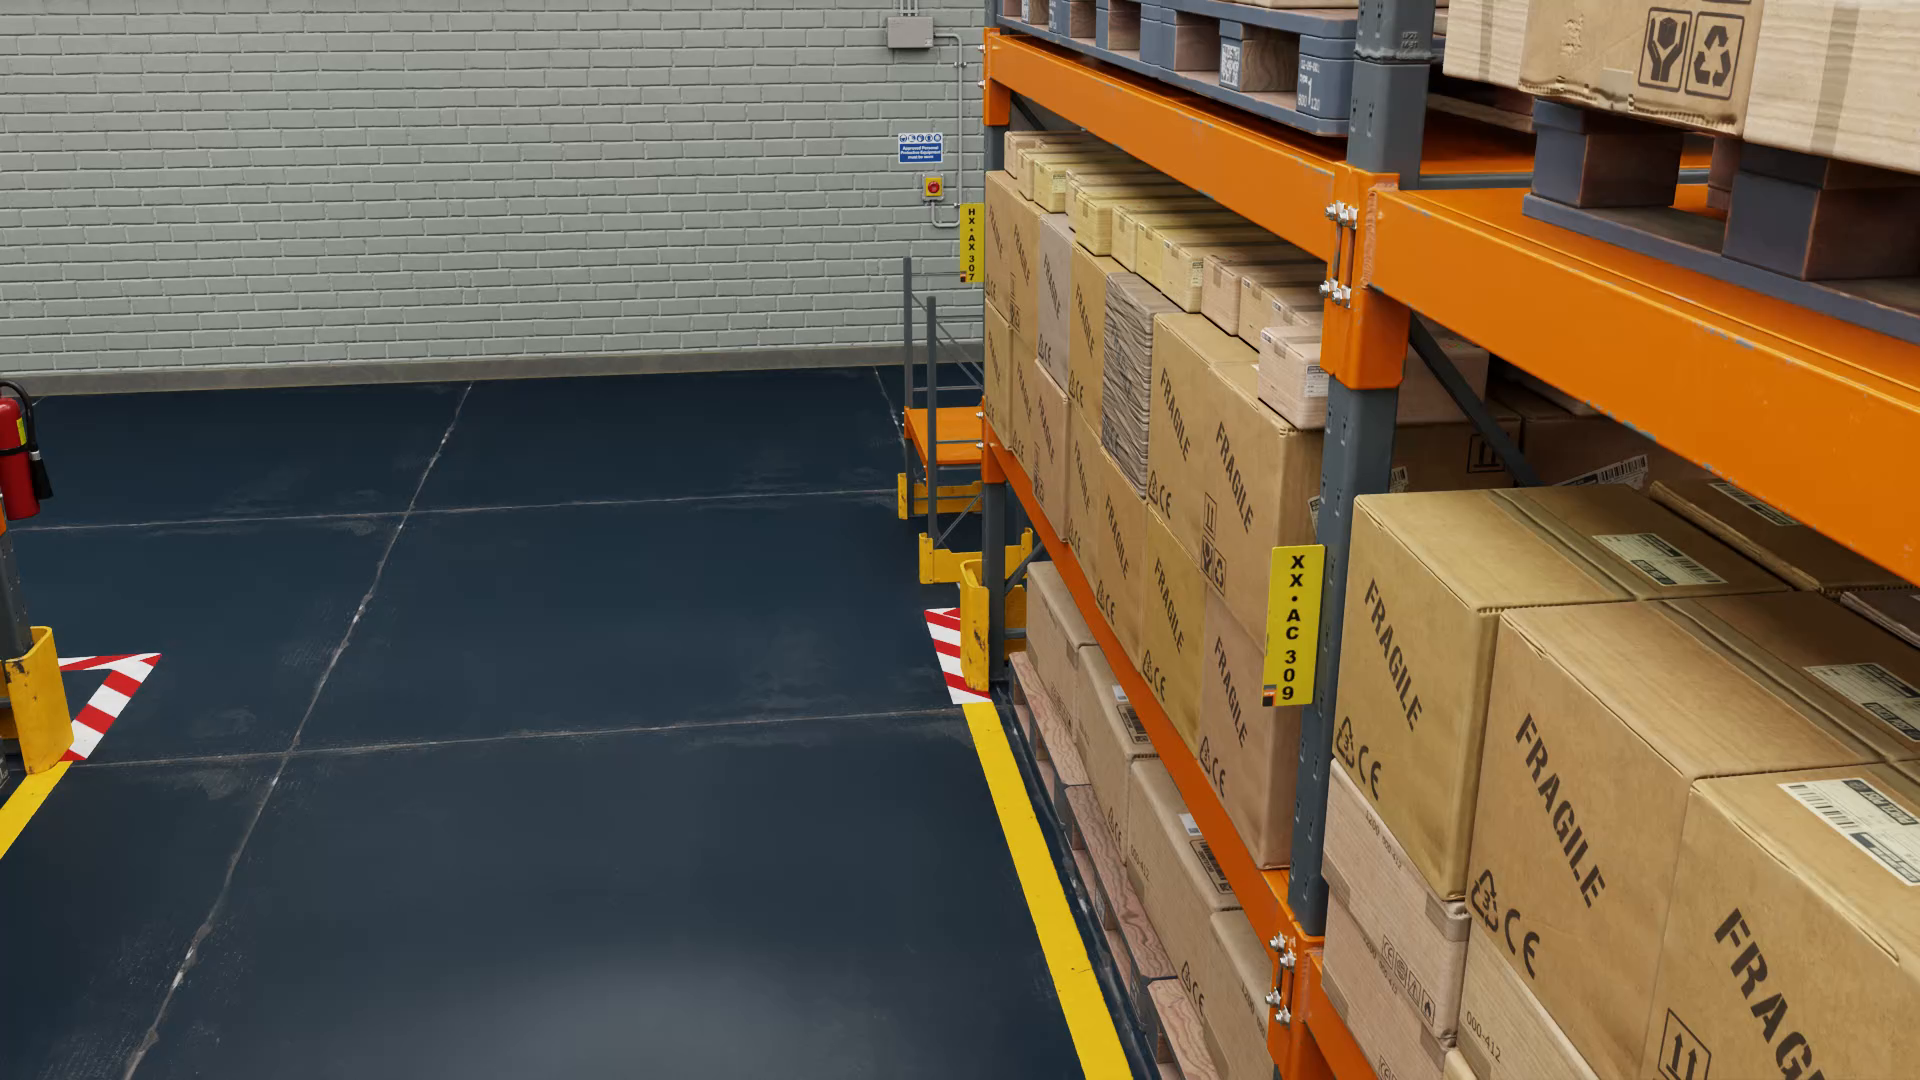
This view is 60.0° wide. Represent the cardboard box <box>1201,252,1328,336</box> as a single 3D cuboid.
[{"bbox_3d":[0.806,-0.602,4.041,0.380,0.149,0.250,-3,21,-8],"label":"cardboard box"}]

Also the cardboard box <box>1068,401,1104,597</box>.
[{"bbox_3d":[0.630,-0.149,5.186,0.500,0.500,0.500,-2,21,-6],"label":"cardboard box"}]

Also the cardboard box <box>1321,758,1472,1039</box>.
[{"bbox_3d":[0.961,0.581,2.873,0.500,0.250,0.500,-4,21,-9],"label":"cardboard box"}]

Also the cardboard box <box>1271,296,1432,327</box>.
[{"bbox_3d":[0.887,-0.428,3.576,0.380,0.149,0.250,-2,21,-6],"label":"cardboard box"}]

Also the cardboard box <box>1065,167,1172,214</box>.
[{"bbox_3d":[0.555,-1.127,5.449,0.380,0.149,0.250,-3,21,-7],"label":"cardboard box"}]

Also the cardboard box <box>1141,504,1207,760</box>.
[{"bbox_3d":[0.777,0.206,4.235,0.500,0.500,0.500,-3,21,-9],"label":"cardboard box"}]

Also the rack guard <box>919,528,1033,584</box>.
[{"bbox_3d":[0.083,0.082,8.640,0.587,0.250,0.087,-3,21,-8],"label":"rack guard"}]

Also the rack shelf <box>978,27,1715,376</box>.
[{"bbox_3d":[0.888,-1.182,4.836,1.077,0.370,4.000,-3,21,-8],"label":"rack shelf"}]

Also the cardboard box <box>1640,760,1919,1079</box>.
[{"bbox_3d":[1.126,0.578,1.808,0.500,0.500,0.500,-3,21,-9],"label":"cardboard box"}]

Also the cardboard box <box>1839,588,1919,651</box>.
[{"bbox_3d":[1.571,0.384,2.329,0.500,0.500,0.500,-3,21,-7],"label":"cardboard box"}]

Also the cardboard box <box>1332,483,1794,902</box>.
[{"bbox_3d":[0.956,0.230,2.741,0.500,0.500,0.500,-3,21,-7],"label":"cardboard box"}]

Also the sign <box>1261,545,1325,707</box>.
[{"bbox_3d":[0.628,0.164,3.139,0.100,0.325,0.005,-3,21,-8],"label":"sign"}]

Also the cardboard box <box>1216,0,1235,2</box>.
[{"bbox_3d":[0.730,-1.249,3.603,0.380,0.149,0.250,-2,21,-6],"label":"cardboard box"}]

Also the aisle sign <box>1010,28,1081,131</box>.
[{"bbox_3d":[0.303,-2.035,6.661,0.394,0.787,0.004,-3,21,-8],"label":"aisle sign"}]

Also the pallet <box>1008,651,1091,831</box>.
[{"bbox_3d":[0.793,0.773,6.846,1.003,0.211,1.213,-3,21,-8],"label":"pallet"}]

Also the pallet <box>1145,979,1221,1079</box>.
[{"bbox_3d":[1.144,1.617,4.584,1.003,0.211,1.213,-3,21,-8],"label":"pallet"}]

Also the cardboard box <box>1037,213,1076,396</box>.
[{"bbox_3d":[0.551,-0.785,5.459,0.500,0.500,0.500,-3,21,-8],"label":"cardboard box"}]

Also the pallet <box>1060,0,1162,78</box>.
[{"bbox_3d":[0.897,-1.491,4.760,1.003,0.211,1.213,-3,21,-8],"label":"pallet"}]

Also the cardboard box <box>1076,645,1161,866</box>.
[{"bbox_3d":[0.934,0.737,6.018,0.875,0.438,0.875,-2,21,-6],"label":"cardboard box"}]

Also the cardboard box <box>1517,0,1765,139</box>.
[{"bbox_3d":[1.017,-0.751,1.909,0.500,0.500,0.500,-3,21,-9],"label":"cardboard box"}]

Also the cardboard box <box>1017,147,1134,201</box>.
[{"bbox_3d":[0.409,-1.306,5.926,0.380,0.149,0.250,-2,21,-6],"label":"cardboard box"}]

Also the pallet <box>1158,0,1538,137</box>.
[{"bbox_3d":[1.069,-1.069,3.631,1.003,0.211,1.213,-3,21,-8],"label":"pallet"}]

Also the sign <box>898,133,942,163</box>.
[{"bbox_3d":[-0.292,-2.903,12.316,0.327,0.218,0.001,-3,21,-8],"label":"sign"}]

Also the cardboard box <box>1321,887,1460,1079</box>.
[{"bbox_3d":[0.979,0.814,2.963,0.500,0.250,0.500,-3,21,-9],"label":"cardboard box"}]

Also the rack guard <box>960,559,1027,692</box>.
[{"bbox_3d":[0.597,0.356,7.548,1.175,0.500,0.348,-3,21,-8],"label":"rack guard"}]

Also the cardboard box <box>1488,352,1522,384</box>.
[{"bbox_3d":[1.335,-0.451,3.638,0.380,0.149,0.250,-3,21,-7],"label":"cardboard box"}]

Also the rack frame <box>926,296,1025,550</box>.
[{"bbox_3d":[0.086,-0.497,8.403,0.500,1.500,0.032,-3,21,-8],"label":"rack frame"}]

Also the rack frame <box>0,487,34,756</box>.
[{"bbox_3d":[-4.284,-0.522,6.326,1.000,3.000,0.127,-3,21,-8],"label":"rack frame"}]

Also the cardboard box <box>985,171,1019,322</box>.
[{"bbox_3d":[0.387,-1.141,6.413,0.500,0.500,0.500,-3,21,-9],"label":"cardboard box"}]

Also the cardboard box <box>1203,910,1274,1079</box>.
[{"bbox_3d":[1.192,1.359,4.352,0.875,0.438,0.875,-3,21,-9],"label":"cardboard box"}]

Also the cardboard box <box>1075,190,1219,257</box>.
[{"bbox_3d":[0.559,-0.950,4.973,0.380,0.149,0.250,-3,21,-9],"label":"cardboard box"}]

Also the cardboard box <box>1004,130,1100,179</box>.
[{"bbox_3d":[0.377,-1.489,6.416,0.380,0.149,0.250,-2,21,-7],"label":"cardboard box"}]

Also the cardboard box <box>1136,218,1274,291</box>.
[{"bbox_3d":[0.696,-0.777,4.511,0.380,0.149,0.250,-3,21,-9],"label":"cardboard box"}]

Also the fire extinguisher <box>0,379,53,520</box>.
[{"bbox_3d":[-3.863,-0.422,6.701,0.296,0.674,0.183,-3,21,-8],"label":"fire extinguisher"}]

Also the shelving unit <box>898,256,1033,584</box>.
[{"bbox_3d":[0.011,-0.676,8.883,0.587,1.500,1.083,-3,21,-8],"label":"shelving unit"}]

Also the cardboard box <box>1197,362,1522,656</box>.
[{"bbox_3d":[0.835,-0.086,3.588,0.500,0.500,0.500,-3,21,-8],"label":"cardboard box"}]

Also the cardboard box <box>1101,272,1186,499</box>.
[{"bbox_3d":[0.688,-0.438,4.530,0.500,0.500,0.500,-3,21,-7],"label":"cardboard box"}]

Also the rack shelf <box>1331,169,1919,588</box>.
[{"bbox_3d":[1.465,0.203,1.128,1.077,0.370,4.000,-3,21,-8],"label":"rack shelf"}]

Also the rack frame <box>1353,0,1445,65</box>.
[{"bbox_3d":[1.177,-2.232,2.331,1.000,3.000,0.127,-3,21,-8],"label":"rack frame"}]

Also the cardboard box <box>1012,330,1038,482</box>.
[{"bbox_3d":[0.486,-0.499,6.122,0.500,0.500,0.500,-3,21,-9],"label":"cardboard box"}]
